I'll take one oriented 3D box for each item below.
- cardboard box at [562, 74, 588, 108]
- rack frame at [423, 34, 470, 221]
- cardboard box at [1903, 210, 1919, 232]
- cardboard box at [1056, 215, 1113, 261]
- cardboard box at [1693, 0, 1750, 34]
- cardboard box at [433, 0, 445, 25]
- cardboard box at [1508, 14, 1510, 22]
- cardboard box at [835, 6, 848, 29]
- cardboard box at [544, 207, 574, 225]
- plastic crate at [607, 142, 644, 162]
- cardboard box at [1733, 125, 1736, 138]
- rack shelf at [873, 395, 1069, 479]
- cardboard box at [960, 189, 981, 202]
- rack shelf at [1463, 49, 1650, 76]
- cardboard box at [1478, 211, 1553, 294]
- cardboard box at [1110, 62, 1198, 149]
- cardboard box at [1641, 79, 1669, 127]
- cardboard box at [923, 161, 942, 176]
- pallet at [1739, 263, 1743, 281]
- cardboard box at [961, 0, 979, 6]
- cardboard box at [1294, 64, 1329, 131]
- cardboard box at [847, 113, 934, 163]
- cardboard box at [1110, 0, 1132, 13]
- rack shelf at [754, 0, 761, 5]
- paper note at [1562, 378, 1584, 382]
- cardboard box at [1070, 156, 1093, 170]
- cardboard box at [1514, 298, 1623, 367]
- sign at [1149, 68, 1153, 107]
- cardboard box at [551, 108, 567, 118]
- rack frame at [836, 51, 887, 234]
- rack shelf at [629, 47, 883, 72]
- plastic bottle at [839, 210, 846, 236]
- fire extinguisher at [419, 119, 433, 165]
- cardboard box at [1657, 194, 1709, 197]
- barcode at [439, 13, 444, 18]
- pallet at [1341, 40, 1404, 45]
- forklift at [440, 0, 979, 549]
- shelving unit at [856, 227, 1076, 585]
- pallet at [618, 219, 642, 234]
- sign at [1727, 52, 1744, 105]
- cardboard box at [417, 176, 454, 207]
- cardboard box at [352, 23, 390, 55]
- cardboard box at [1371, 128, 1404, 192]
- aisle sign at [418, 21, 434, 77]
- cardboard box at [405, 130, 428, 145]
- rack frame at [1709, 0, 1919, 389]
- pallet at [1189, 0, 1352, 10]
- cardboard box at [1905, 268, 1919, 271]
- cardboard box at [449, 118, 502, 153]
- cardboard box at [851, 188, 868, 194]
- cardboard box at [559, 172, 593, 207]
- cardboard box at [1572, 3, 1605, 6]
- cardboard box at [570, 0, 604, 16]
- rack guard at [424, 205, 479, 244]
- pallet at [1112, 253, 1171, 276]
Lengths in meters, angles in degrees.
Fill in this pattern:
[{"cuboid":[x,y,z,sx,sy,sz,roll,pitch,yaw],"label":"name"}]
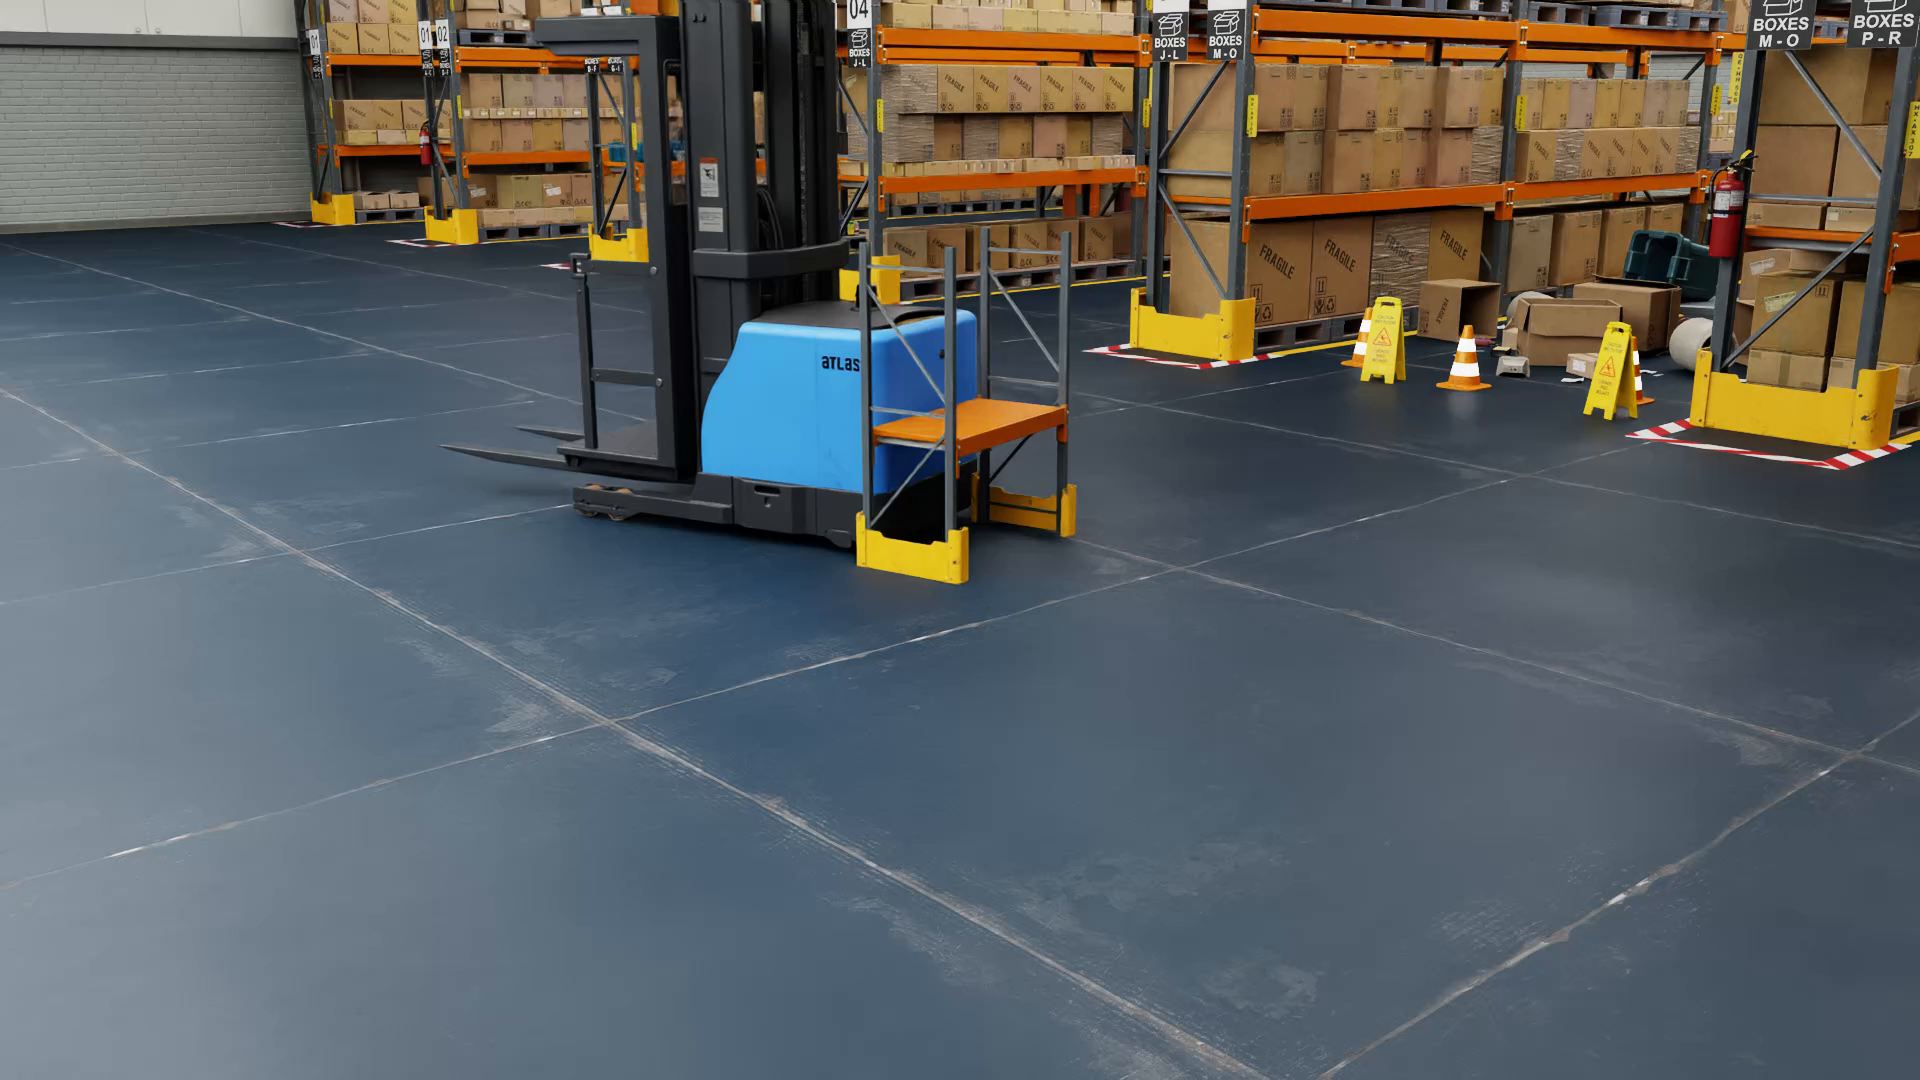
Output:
[{"cuboid":[-6.130,-7.008,25.965,0.500,0.500,0.700,-13,19,-39],"label":"cardboard box"},{"cuboid":[-7.681,-5.987,24.850,0.127,3.000,1.000,-13,19,-39],"label":"rack frame"},{"cuboid":[5.898,-2.070,10.672,0.250,0.149,0.380,-12,19,-39],"label":"cardboard box"},{"cuboid":[1.509,-3.670,20.208,0.500,0.500,0.500,-13,20,-41],"label":"cardboard box"},{"cuboid":[8.639,-5.972,18.790,0.500,0.500,0.500,-13,19,-39],"label":"cardboard box"},{"cuboid":[-8.912,-9.295,29.253,0.500,0.500,0.500,-14,20,-41],"label":"cardboard box"},{"cuboid":[8.423,-7.983,25.311,0.500,0.500,0.700,-14,21,-43],"label":"cardboard box"},{"cuboid":[-0.984,-5.565,17.750,0.500,0.250,0.500,-12,19,-38],"label":"cardboard box"},{"cuboid":[-6.378,-5.079,25.965,0.500,0.250,0.500,-13,19,-39],"label":"cardboard box"},{"cuboid":[-4.251,-5.093,21.792,0.616,0.251,0.499,-13,19,-39],"label":"plastic crate"},{"cuboid":[8.933,-4.790,19.467,0.250,0.149,0.380,-13,20,-41],"label":"cardboard box"},{"cuboid":[0.043,-0.504,7.926,0.538,0.185,1.000,9,18,32],"label":"rack shelf"},{"cuboid":[0.048,-6.631,31.255,0.500,0.500,0.500,-14,20,-41],"label":"cardboard box"},{"cuboid":[9.380,-7.531,26.212,4.000,0.370,1.077,-13,19,-39],"label":"rack shelf"},{"cuboid":[5.426,-2.991,17.180,0.750,0.750,1.050,-13,20,-40],"label":"cardboard box"},{"cuboid":[2.528,-5.335,20.434,1.000,1.000,1.000,-12,19,-39],"label":"cardboard box"},{"cuboid":[7.308,-4.801,18.281,0.500,0.500,0.700,-13,20,-40],"label":"cardboard box"},{"cuboid":[-0.410,-4.016,17.959,0.250,0.149,0.380,-13,19,-39],"label":"cardboard box"},{"cuboid":[8.624,-3.215,19.876,1.213,0.211,1.003,-13,19,-39],"label":"pallet"},{"cuboid":[-0.014,-5.793,17.830,0.250,0.149,0.380,-13,20,-40],"label":"cardboard box"},{"cuboid":[2.659,-3.835,14.413,0.550,0.550,0.875,-13,19,-39],"label":"cardboard box"},{"cuboid":[-0.748,-4.337,17.905,0.500,0.500,0.875,-13,19,-39],"label":"cardboard box"},{"cuboid":[1.781,-6.193,19.328,0.250,0.149,0.380,-12,19,-38],"label":"cardboard box"},{"cuboid":[-3.392,-11.002,34.170,4.000,0.370,1.077,-13,19,-39],"label":"rack shelf"},{"cuboid":[4.731,-1.241,12.838,0.148,0.019,0.142,8,17,28],"label":"paper note"},{"cuboid":[1.329,-4.385,19.340,0.250,0.149,0.380,-13,19,-39],"label":"cardboard box"},{"cuboid":[4.988,-1.712,13.686,0.797,0.503,0.637,2,15,9],"label":"cardboard box"},{"cuboid":[1.653,-3.856,14.172,0.005,0.325,0.100,-13,19,-39],"label":"sign"},{"cuboid":[-6.273,-6.591,25.663,0.250,0.149,0.380,-13,20,-40],"label":"cardboard box"},{"cuboid":[-1.415,-5.699,23.774,0.127,3.000,1.000,-13,19,-39],"label":"rack frame"},{"cuboid":[-2.923,-6.462,22.211,4.000,0.370,1.077,-13,19,-39],"label":"rack shelf"},{"cuboid":[-1.711,-4.467,23.440,0.185,0.351,0.144,-13,20,-41],"label":"plastic bottle"},{"cuboid":[-8.075,-6.020,25.123,0.183,0.674,0.296,-13,19,-39],"label":"fire extinguisher"},{"cuboid":[8.752,-4.042,20.146,0.500,0.250,0.500,-12,19,-39],"label":"cardboard box"},{"cuboid":[-7.770,-7.861,24.930,0.075,0.075,0.001,-13,19,-39],"label":"barcode"},{"cuboid":[5.305,-6.890,22.785,1.003,0.211,1.213,-12,19,-37],"label":"pallet"},{"cuboid":[-1.445,-1.625,8.652,3.031,2.935,1.130,8,17,27],"label":"forklift"},{"cuboid":[0.048,-0.679,7.887,0.587,1.500,1.083,9,18,32],"label":"shelving unit"},{"cuboid":[-5.291,-5.190,27.272,1.213,0.211,1.003,-13,19,-39],"label":"pallet"},{"cuboid":[4.975,-2.952,10.631,0.005,0.325,0.100,-13,19,-39],"label":"sign"},{"cuboid":[-9.338,-6.266,29.887,0.500,0.500,0.700,-14,21,-43],"label":"cardboard box"},{"cuboid":[-10.091,-8.549,28.399,0.500,0.500,0.500,-11,19,-36],"label":"cardboard box"},{"cuboid":[3.527,-3.484,15.192,0.500,0.550,0.875,-13,19,-39],"label":"cardboard box"},{"cuboid":[-7.923,-7.289,24.686,0.004,0.787,0.394,-13,19,-39],"label":"aisle sign"},{"cuboid":[-9.588,-7.084,29.211,0.500,0.250,0.500,-13,20,-40],"label":"cardboard box"},{"cuboid":[5.324,-2.128,10.404,0.127,3.000,1.000,-13,19,-39],"label":"rack frame"},{"cuboid":[2.552,-4.609,14.051,1.213,0.211,1.003,-13,19,-39],"label":"pallet"},{"cuboid":[6.907,-1.625,11.581,0.500,0.500,0.500,-12,19,-38],"label":"cardboard box"},{"cuboid":[-7.320,-6.111,25.123,0.500,0.500,0.700,-13,19,-39],"label":"cardboard box"},{"cuboid":[-1.879,-6.350,29.640,0.500,0.311,0.500,-12,19,-38],"label":"cardboard box"},{"cuboid":[-5.997,-5.524,26.181,0.500,0.500,0.500,-13,19,-39],"label":"cardboard box"},{"cuboid":[6.578,-5.836,17.637,0.500,0.311,0.500,-13,20,-40],"label":"cardboard box"},{"cuboid":[-5.989,-8.179,25.961,0.637,0.503,0.797,-10,18,-33],"label":"cardboard box"},{"cuboid":[-7.699,-4.775,25.157,0.348,0.500,1.175,-13,19,-39],"label":"rack guard"},{"cuboid":[2.423,-3.520,21.019,1.213,0.211,1.003,-13,19,-39],"label":"pallet"}]
